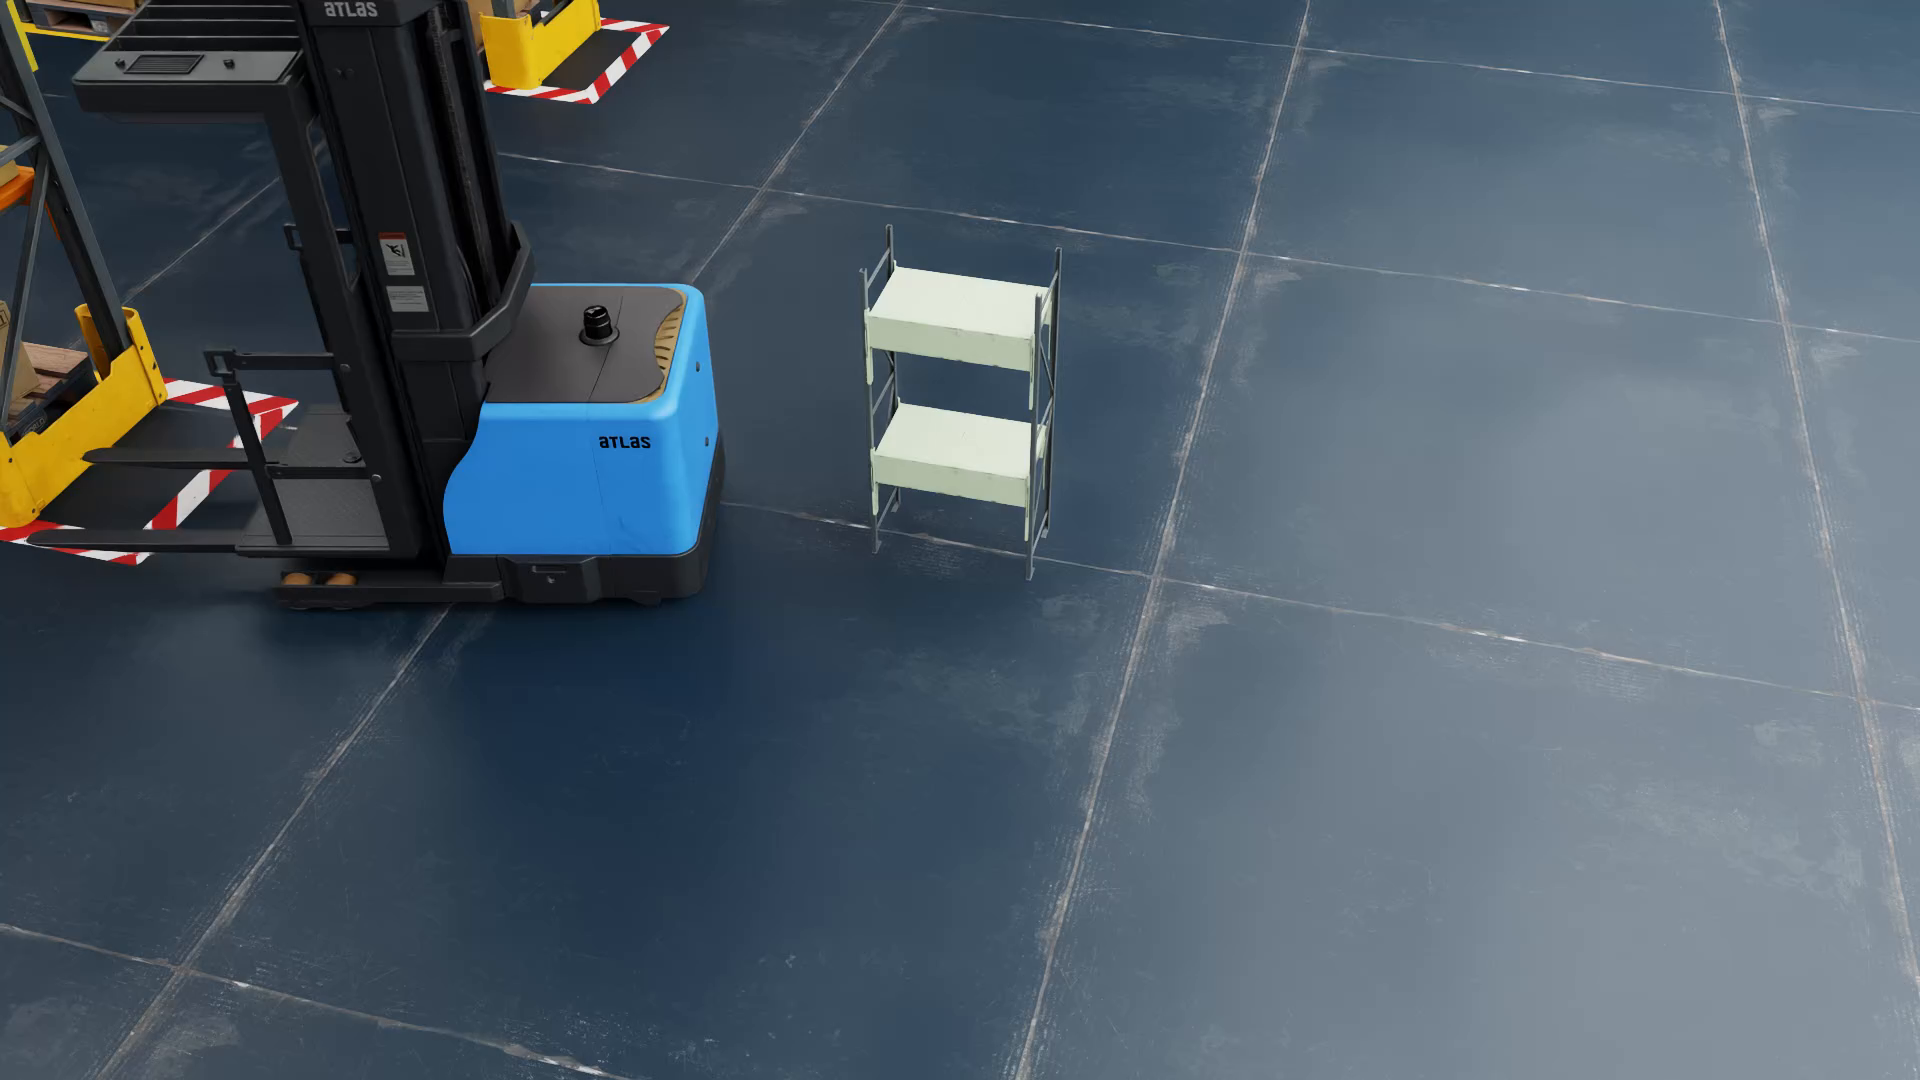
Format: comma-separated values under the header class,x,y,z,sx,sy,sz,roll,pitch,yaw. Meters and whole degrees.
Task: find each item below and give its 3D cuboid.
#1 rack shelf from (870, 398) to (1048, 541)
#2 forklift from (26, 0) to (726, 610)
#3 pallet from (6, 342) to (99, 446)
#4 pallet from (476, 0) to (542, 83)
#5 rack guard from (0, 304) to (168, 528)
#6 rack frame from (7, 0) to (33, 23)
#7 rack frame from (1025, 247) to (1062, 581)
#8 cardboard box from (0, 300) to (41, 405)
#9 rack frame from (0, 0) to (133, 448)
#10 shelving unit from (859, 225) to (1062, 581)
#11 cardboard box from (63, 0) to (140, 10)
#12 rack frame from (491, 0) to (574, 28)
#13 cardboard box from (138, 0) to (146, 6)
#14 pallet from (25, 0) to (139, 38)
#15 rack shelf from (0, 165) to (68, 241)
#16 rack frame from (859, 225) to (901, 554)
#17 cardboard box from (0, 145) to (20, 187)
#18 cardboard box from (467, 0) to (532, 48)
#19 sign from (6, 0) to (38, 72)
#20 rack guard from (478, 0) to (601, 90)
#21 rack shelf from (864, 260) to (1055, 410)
class,x,y,z,sx,sy,sz,roll,pitch,yaw
rack shelf,0.006,-0.324,7.501,0.720,0.370,0.431,10,41,11
forklift,-2.655,-1.153,6.868,3.031,2.935,1.130,0,40,0
pallet,-5.205,-0.676,8.415,1.213,0.211,1.003,10,41,11
pallet,-3.769,-3.655,11.963,1.213,0.211,1.003,10,41,11
rack guard,-4.429,-0.630,8.136,0.348,0.500,1.175,10,41,11
rack frame,-6.840,-5.304,11.757,0.127,3.000,1.000,10,41,11
rack frame,0.360,-0.512,7.218,0.023,1.500,0.400,10,41,11
cardboard box,-4.955,-0.892,8.121,0.500,0.500,0.500,17,43,19
rack frame,-4.356,-1.574,7.317,0.127,3.000,1.000,10,41,11
shelving unit,0.006,-0.573,7.291,0.755,1.500,0.431,10,41,11
cardboard box,-6.251,-4.503,12.129,0.875,0.875,0.875,10,41,12
rack frame,-2.976,-4.639,10.966,0.127,3.000,1.000,10,41,11
cardboard box,-5.379,-4.356,11.954,0.875,0.875,0.875,10,41,12
pallet,-6.126,-4.061,12.446,1.213,0.211,1.003,10,41,11
rack shelf,-6.288,-1.631,7.944,4.000,0.370,1.077,10,41,11
rack frame,-0.347,-0.634,7.363,0.023,1.500,0.400,10,41,11
cardboard box,-4.570,-1.674,7.630,0.250,0.149,0.380,10,41,11
cardboard box,-3.649,-4.058,11.599,0.875,0.875,0.875,10,41,12
sign,-4.216,-2.243,7.440,0.005,0.325,0.100,10,41,11
rack guard,-2.953,-3.678,11.765,0.348,0.500,1.175,10,41,11
rack shelf,0.006,-0.872,7.040,0.720,0.370,0.431,10,41,11
